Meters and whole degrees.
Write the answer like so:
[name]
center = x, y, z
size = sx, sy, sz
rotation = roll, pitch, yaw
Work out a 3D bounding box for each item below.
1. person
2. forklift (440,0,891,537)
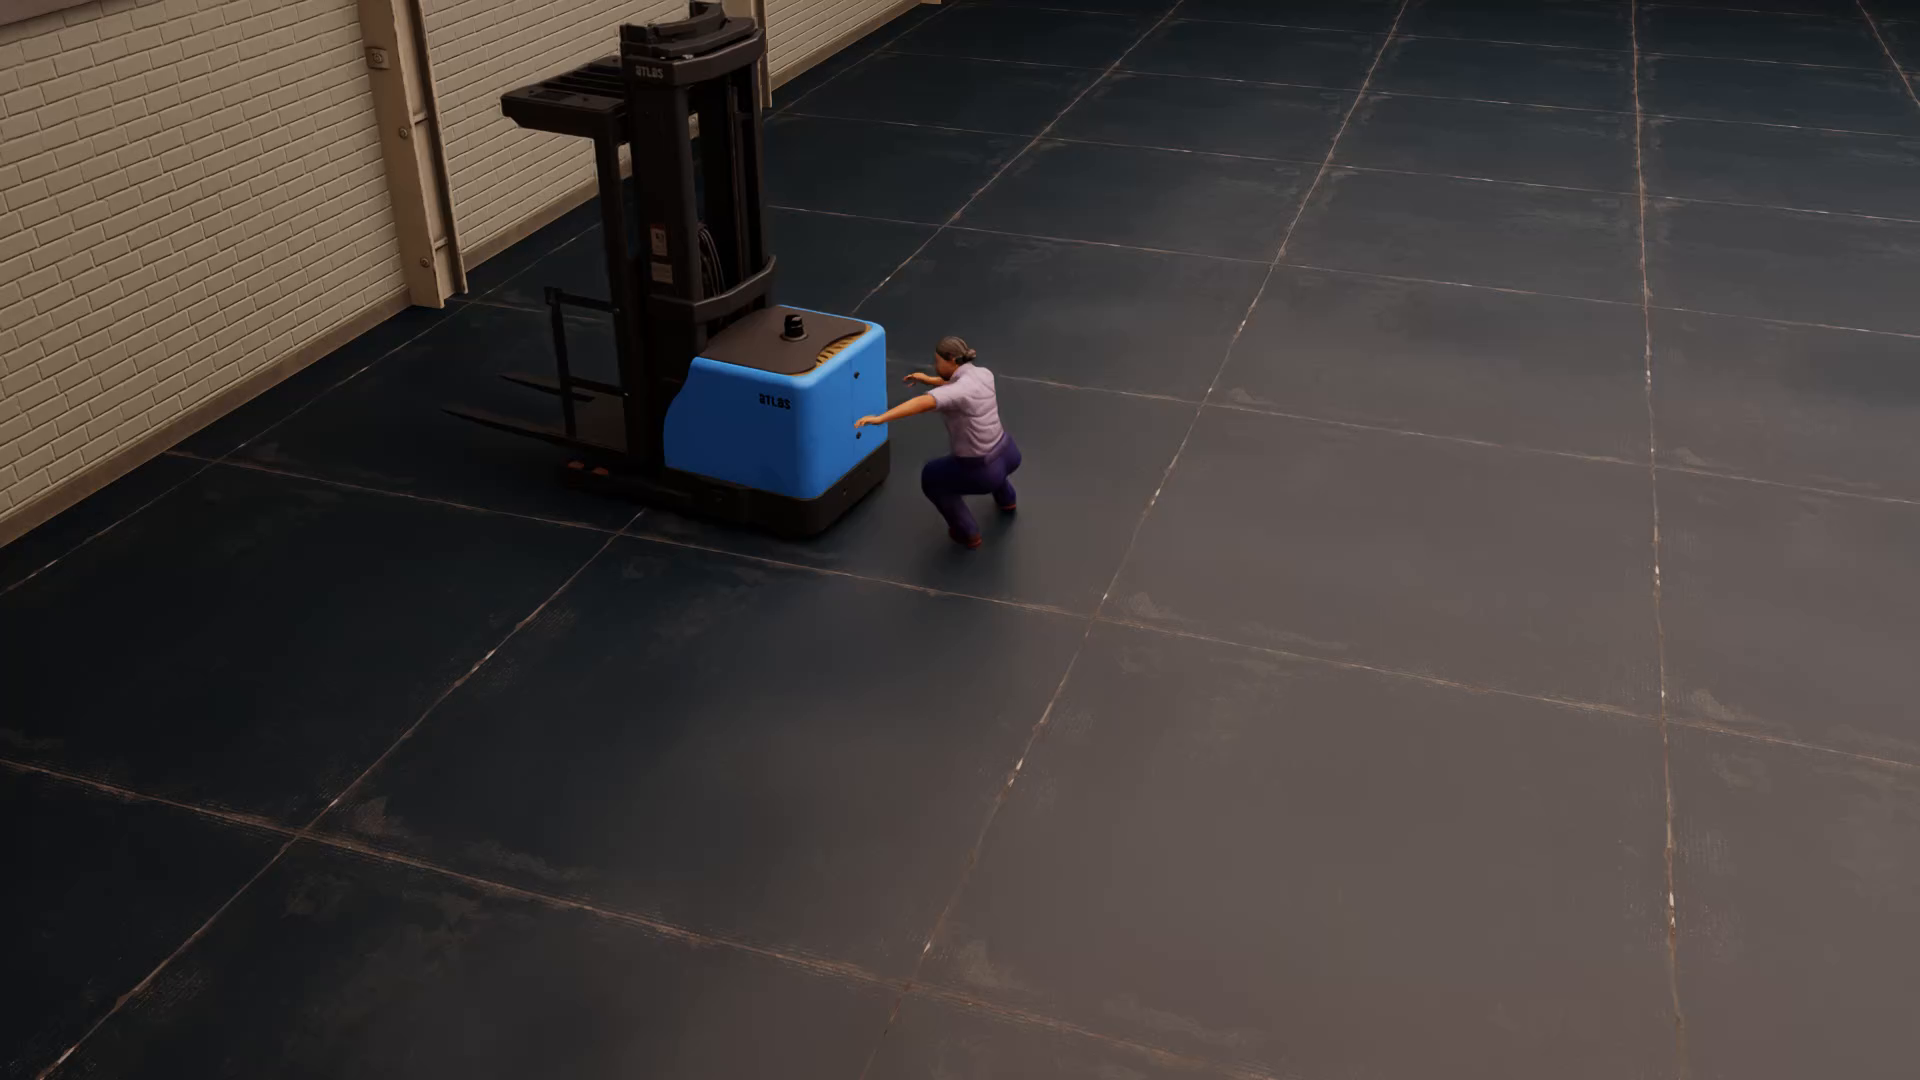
[person]
center = -0.055, -0.541, 9.675
size = 0.760, 1.378, 1.529
rotation = 17, 34, 28
[forklift]
center = -2.001, -1.786, 10.270
size = 3.031, 2.935, 1.130
rotation = 14, 32, 23
